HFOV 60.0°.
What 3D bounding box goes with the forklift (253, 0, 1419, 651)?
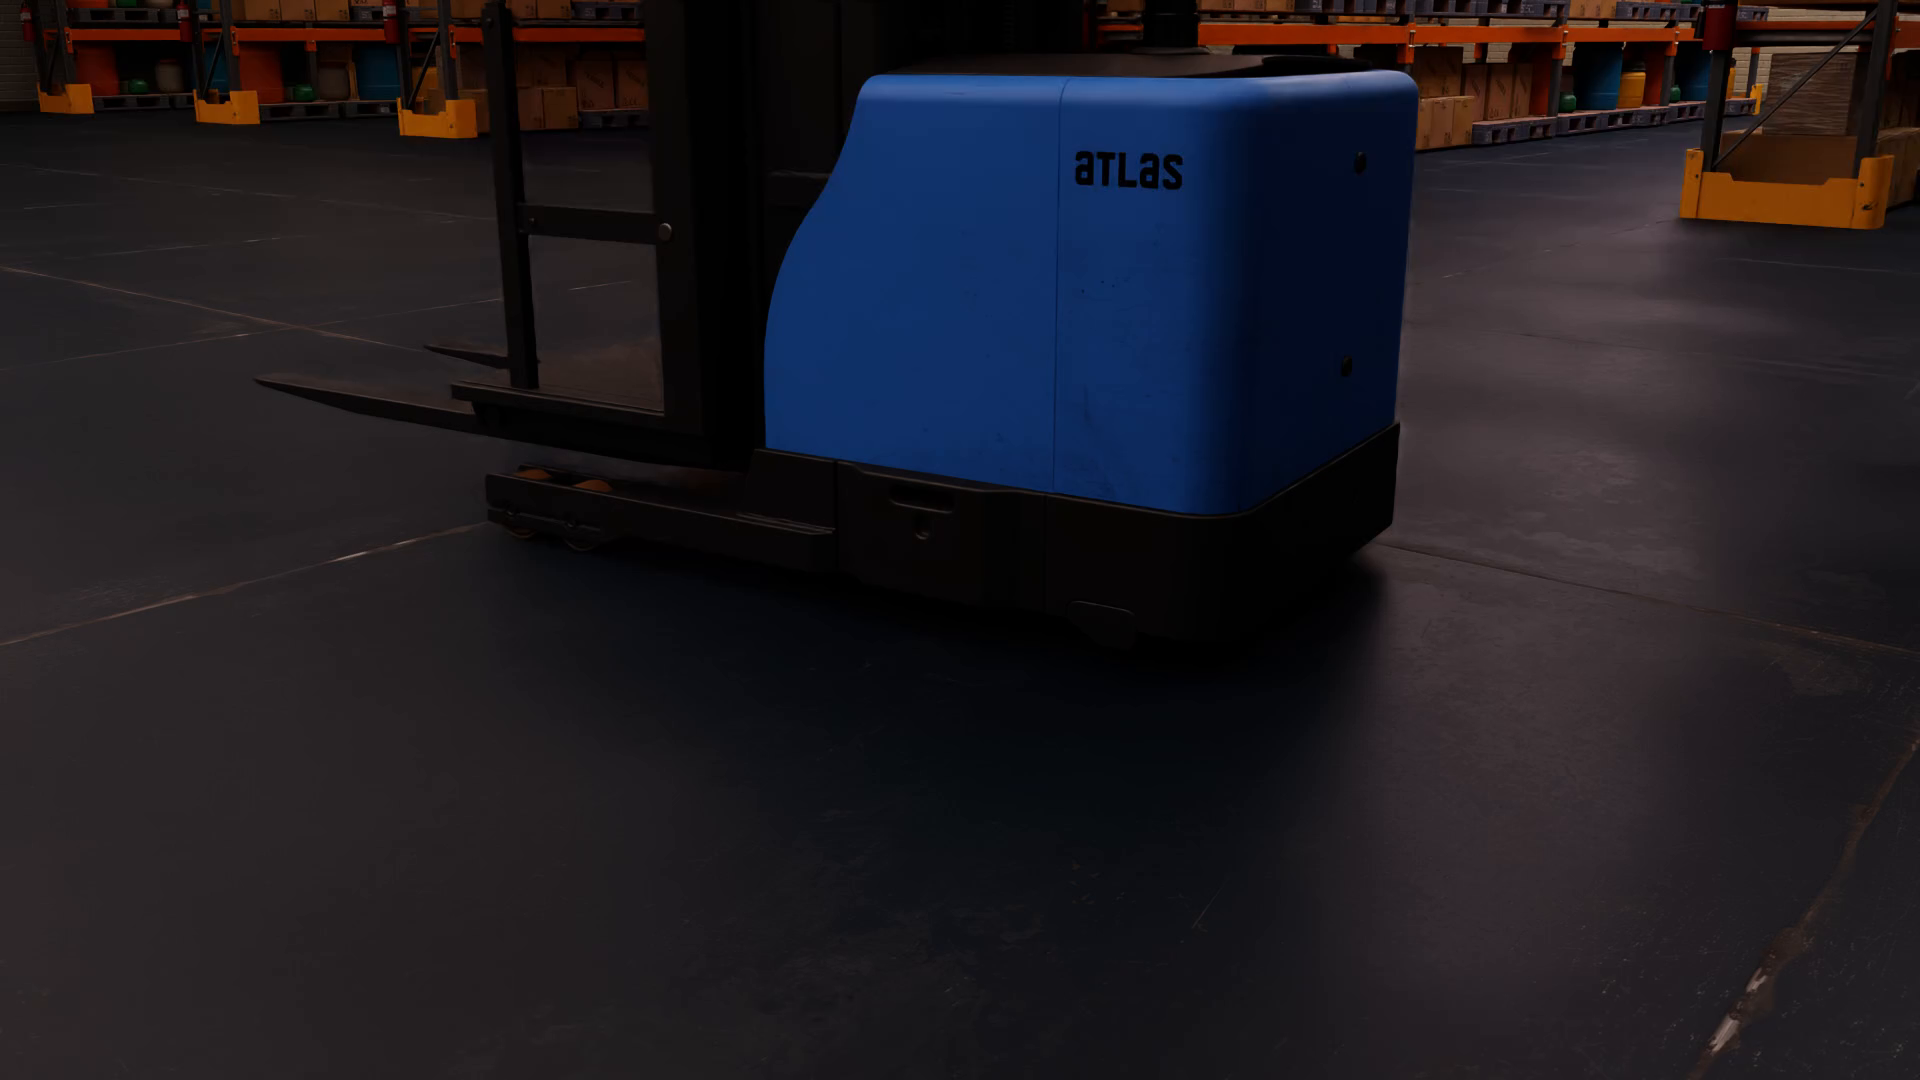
[{"bbox_3d":[-0.526,-1.494,3.817,3.031,2.935,1.130,10,20,30],"label":"forklift"}]
